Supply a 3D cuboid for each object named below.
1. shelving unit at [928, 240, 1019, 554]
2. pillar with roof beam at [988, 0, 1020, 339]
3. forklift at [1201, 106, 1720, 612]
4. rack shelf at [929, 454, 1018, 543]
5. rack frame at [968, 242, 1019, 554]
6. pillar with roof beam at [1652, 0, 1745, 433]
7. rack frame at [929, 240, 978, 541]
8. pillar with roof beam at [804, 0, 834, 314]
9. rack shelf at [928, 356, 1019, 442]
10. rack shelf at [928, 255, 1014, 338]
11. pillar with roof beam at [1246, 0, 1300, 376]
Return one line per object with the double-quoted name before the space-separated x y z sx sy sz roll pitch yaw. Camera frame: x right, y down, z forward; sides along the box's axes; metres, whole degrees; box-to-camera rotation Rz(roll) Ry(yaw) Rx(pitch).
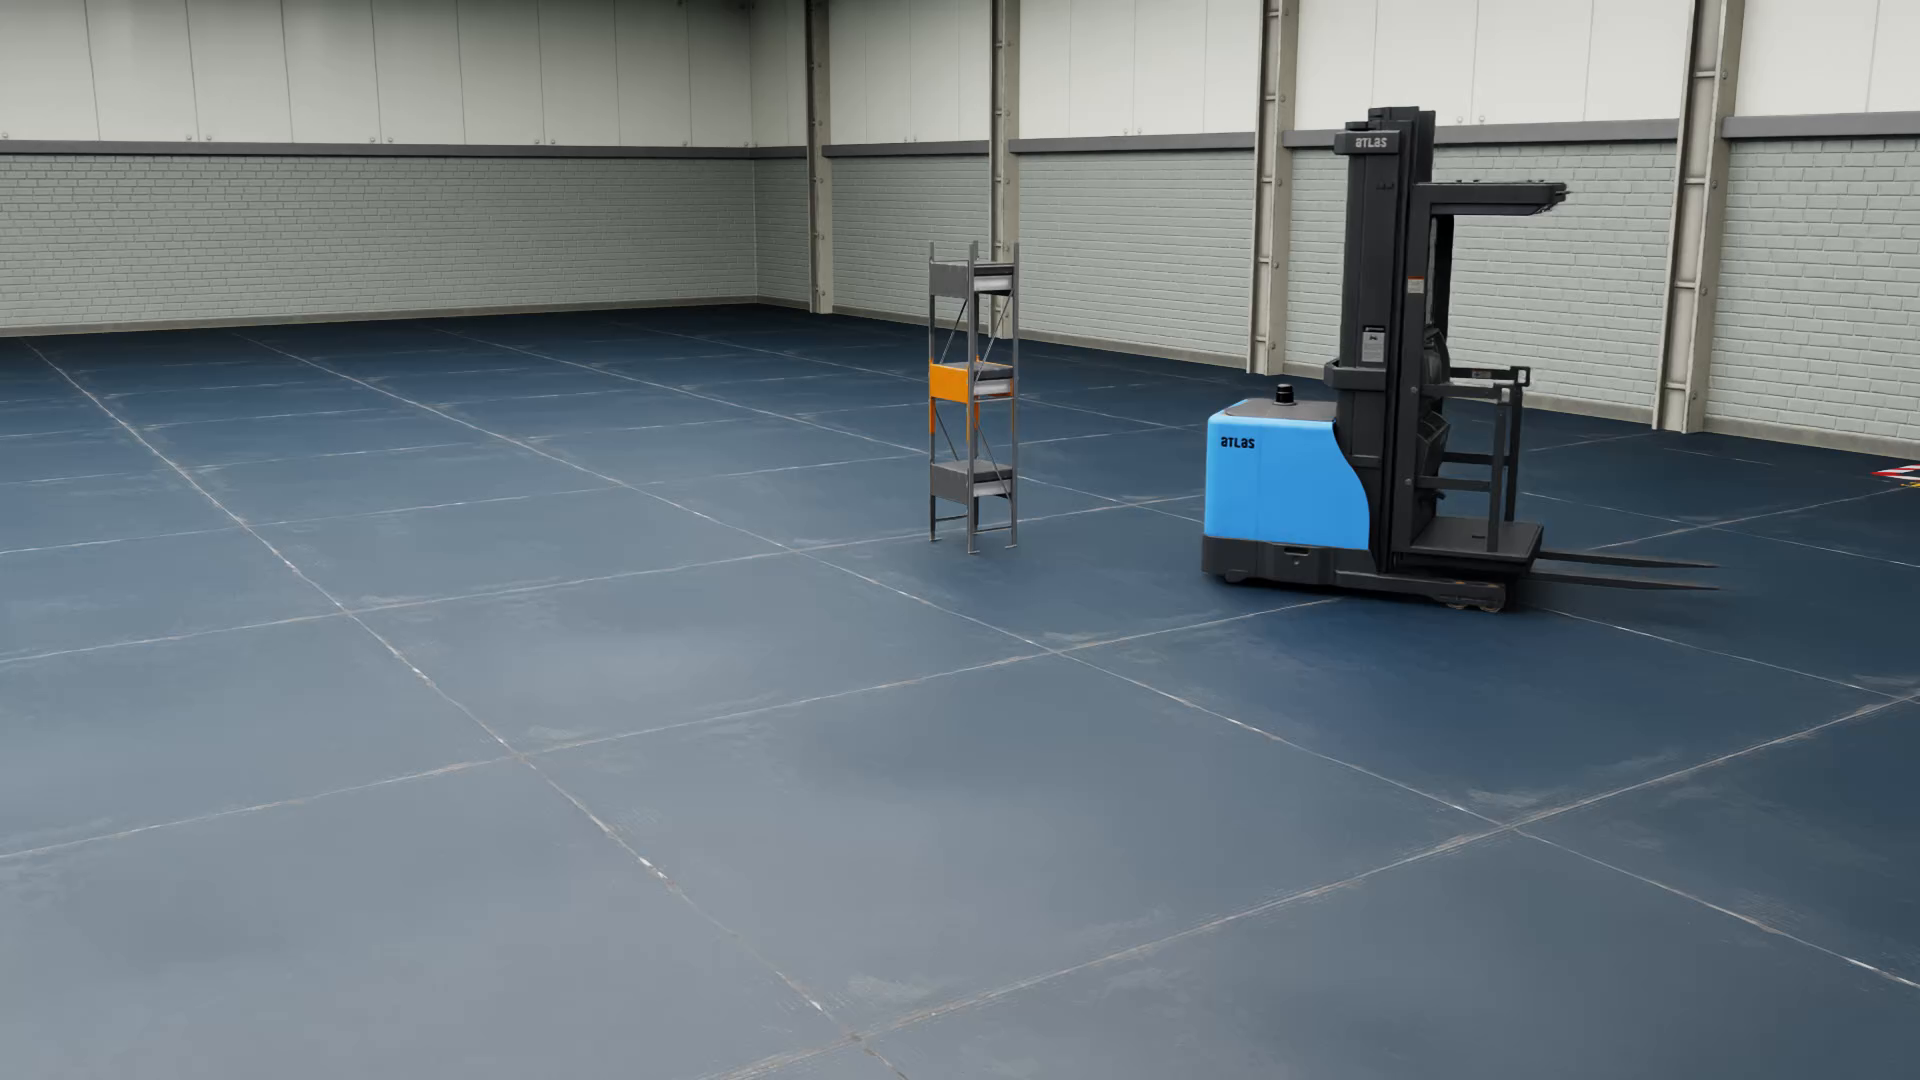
"shelving unit" 0.092 -0.996 11.503 0.431 2.100 0.503 -8 15 -33
"pillar with roof beam" -2.889 -7.148 23.484 9.100 9.000 0.400 -8 15 -33
"forklift" 3.107 -1.130 10.167 3.031 2.935 1.130 5 13 23
"rack shelf" 0.092 -0.299 11.655 0.431 0.518 0.480 -8 15 -33
"rack frame" 0.227 -0.953 11.304 0.400 2.100 0.015 -8 15 -33
"pillar with roof beam" 3.759 -5.014 13.724 9.100 9.000 0.400 -8 15 -33
"rack frame" -0.043 -1.040 11.701 0.400 2.100 0.015 -8 15 -33
"pillar with roof beam" -6.214 -8.215 28.363 9.100 9.000 0.400 -8 15 -33
"rack shelf" 0.092 -0.983 11.506 0.431 0.518 0.480 -8 15 -33
"rack shelf" 0.092 -1.667 11.356 0.431 0.518 0.480 -8 15 -33
"pillar with roof beam" 0.435 -6.081 18.604 9.100 9.000 0.400 -8 15 -33
